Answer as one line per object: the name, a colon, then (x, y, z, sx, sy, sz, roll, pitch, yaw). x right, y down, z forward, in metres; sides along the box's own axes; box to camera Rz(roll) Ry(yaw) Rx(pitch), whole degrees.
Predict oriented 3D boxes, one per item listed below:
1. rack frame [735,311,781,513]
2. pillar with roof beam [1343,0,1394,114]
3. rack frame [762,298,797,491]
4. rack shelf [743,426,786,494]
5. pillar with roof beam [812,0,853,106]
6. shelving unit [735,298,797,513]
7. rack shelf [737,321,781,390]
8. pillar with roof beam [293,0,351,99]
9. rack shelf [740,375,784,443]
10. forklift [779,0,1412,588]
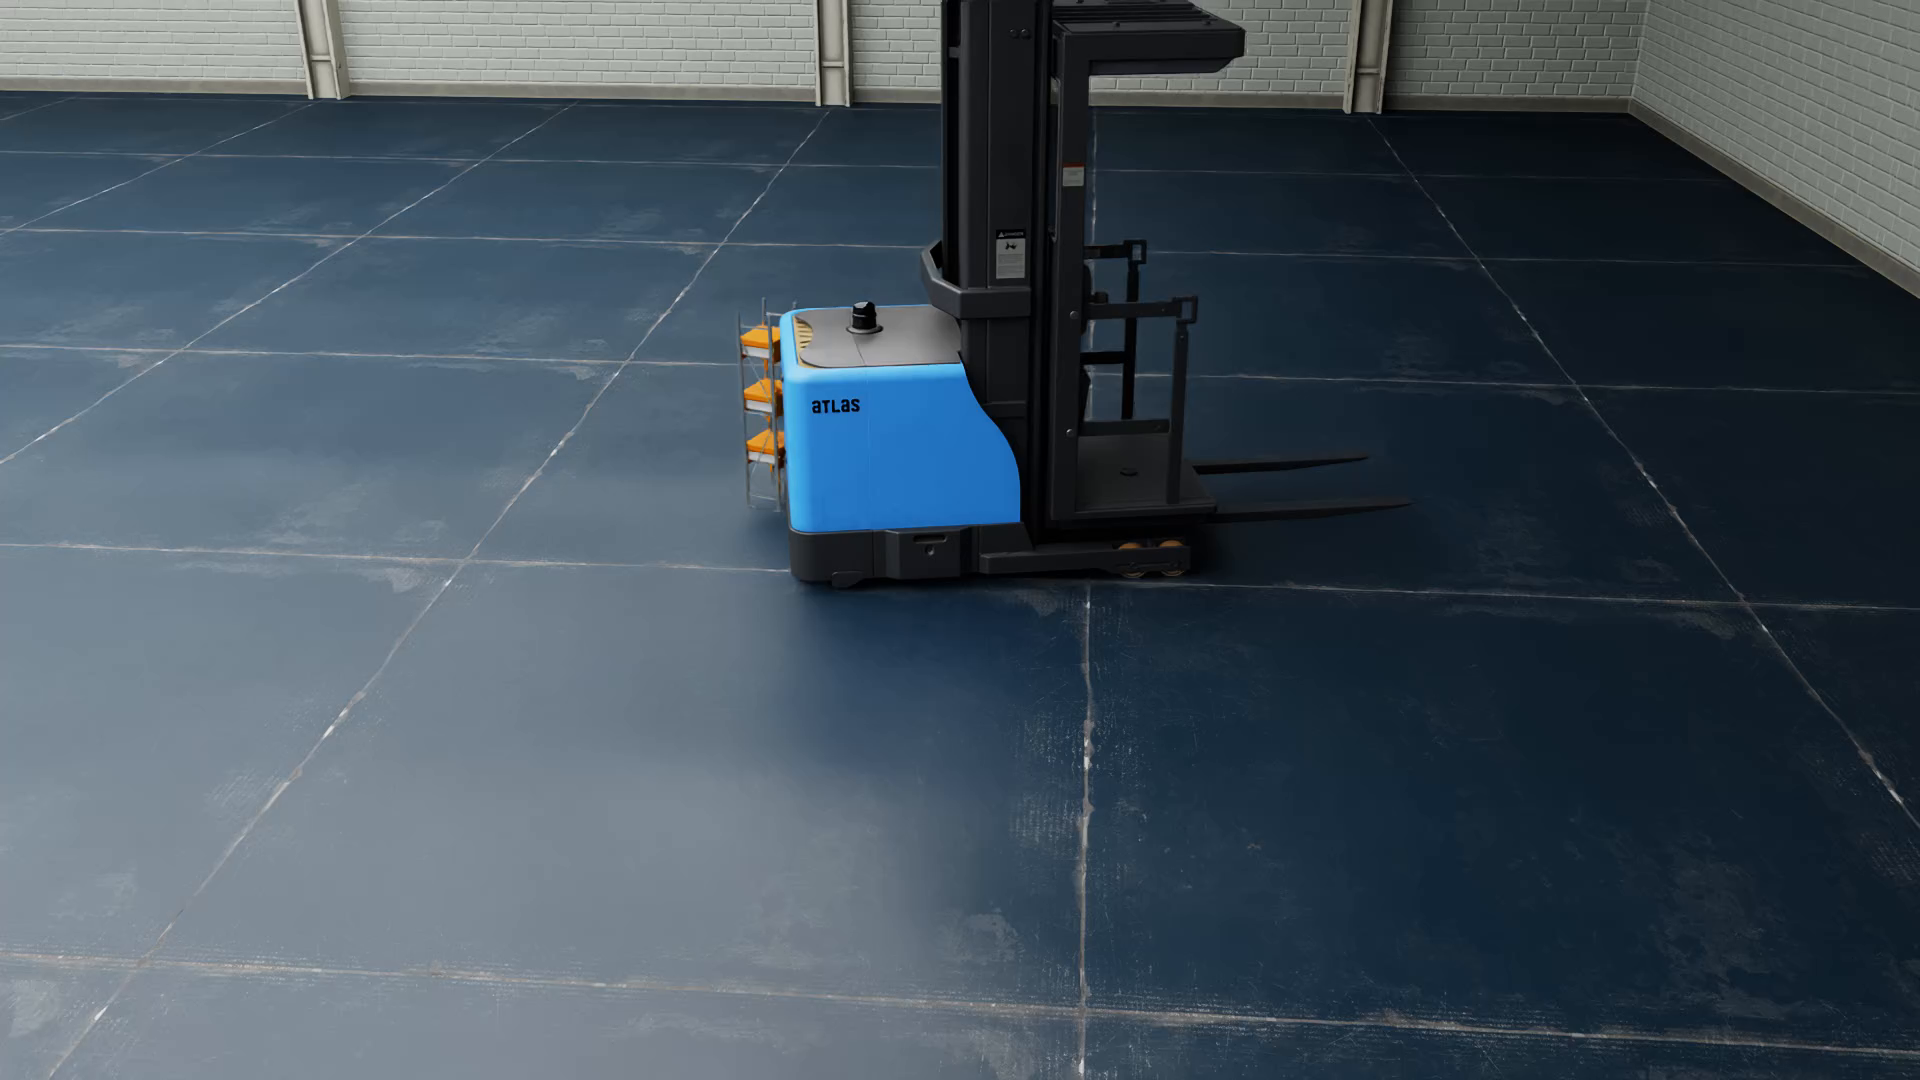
rack frame: (-1.013, -0.634, 8.371, 0.200, 1.050, 0.008, 11, 27, 23)
pillar with roof beam: (4.209, -7.137, 12.996, 0.400, 9.000, 9.100, 2, 25, 4)
rack frame: (-0.908, -0.726, 8.571, 0.200, 1.050, 0.008, 11, 27, 23)
rack shelf: (-0.960, -0.418, 8.591, 0.215, 0.259, 0.240, 11, 27, 23)
pillar with roof beam: (-1.773, -7.329, 13.413, 0.400, 9.000, 9.100, 2, 25, 4)
shelving unit: (-0.961, -0.680, 8.471, 0.215, 1.050, 0.252, 11, 27, 23)
rack shelf: (-0.961, -0.928, 8.357, 0.215, 0.259, 0.240, 11, 27, 23)
pillar with roof beam: (-7.755, -7.521, 13.830, 0.400, 9.000, 9.100, 2, 25, 4)
rack shelf: (-0.961, -0.670, 8.475, 0.215, 0.259, 0.240, 11, 27, 23)
forklift: (0.664, -1.367, 7.714, 3.031, 2.935, 1.130, -3, 25, -7)
